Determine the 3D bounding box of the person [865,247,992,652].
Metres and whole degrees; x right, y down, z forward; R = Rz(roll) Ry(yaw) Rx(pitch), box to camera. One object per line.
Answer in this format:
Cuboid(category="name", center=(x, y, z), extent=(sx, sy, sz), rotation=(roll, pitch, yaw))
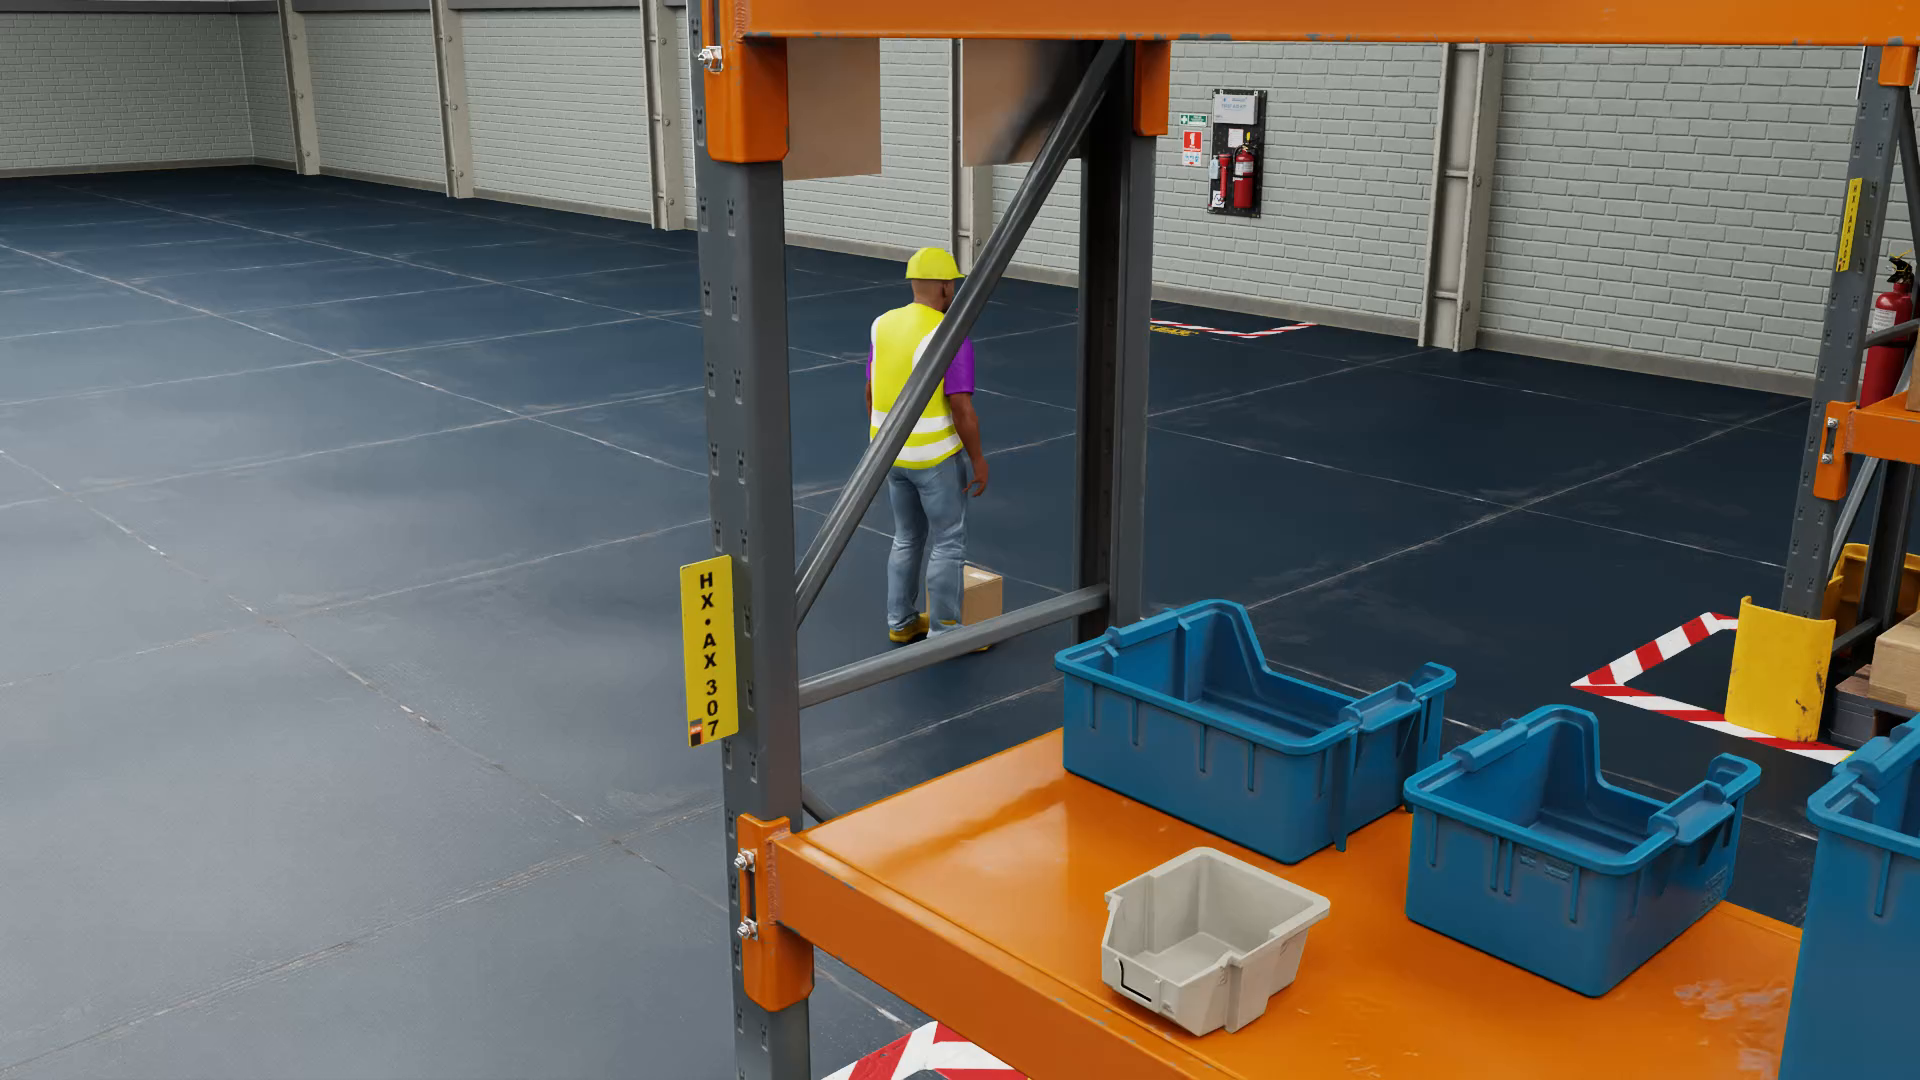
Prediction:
Cuboid(category="person", center=(-0.142, -0.389, 7.270), extent=(0.637, 1.761, 0.456), rotation=(16, 23, 42))
